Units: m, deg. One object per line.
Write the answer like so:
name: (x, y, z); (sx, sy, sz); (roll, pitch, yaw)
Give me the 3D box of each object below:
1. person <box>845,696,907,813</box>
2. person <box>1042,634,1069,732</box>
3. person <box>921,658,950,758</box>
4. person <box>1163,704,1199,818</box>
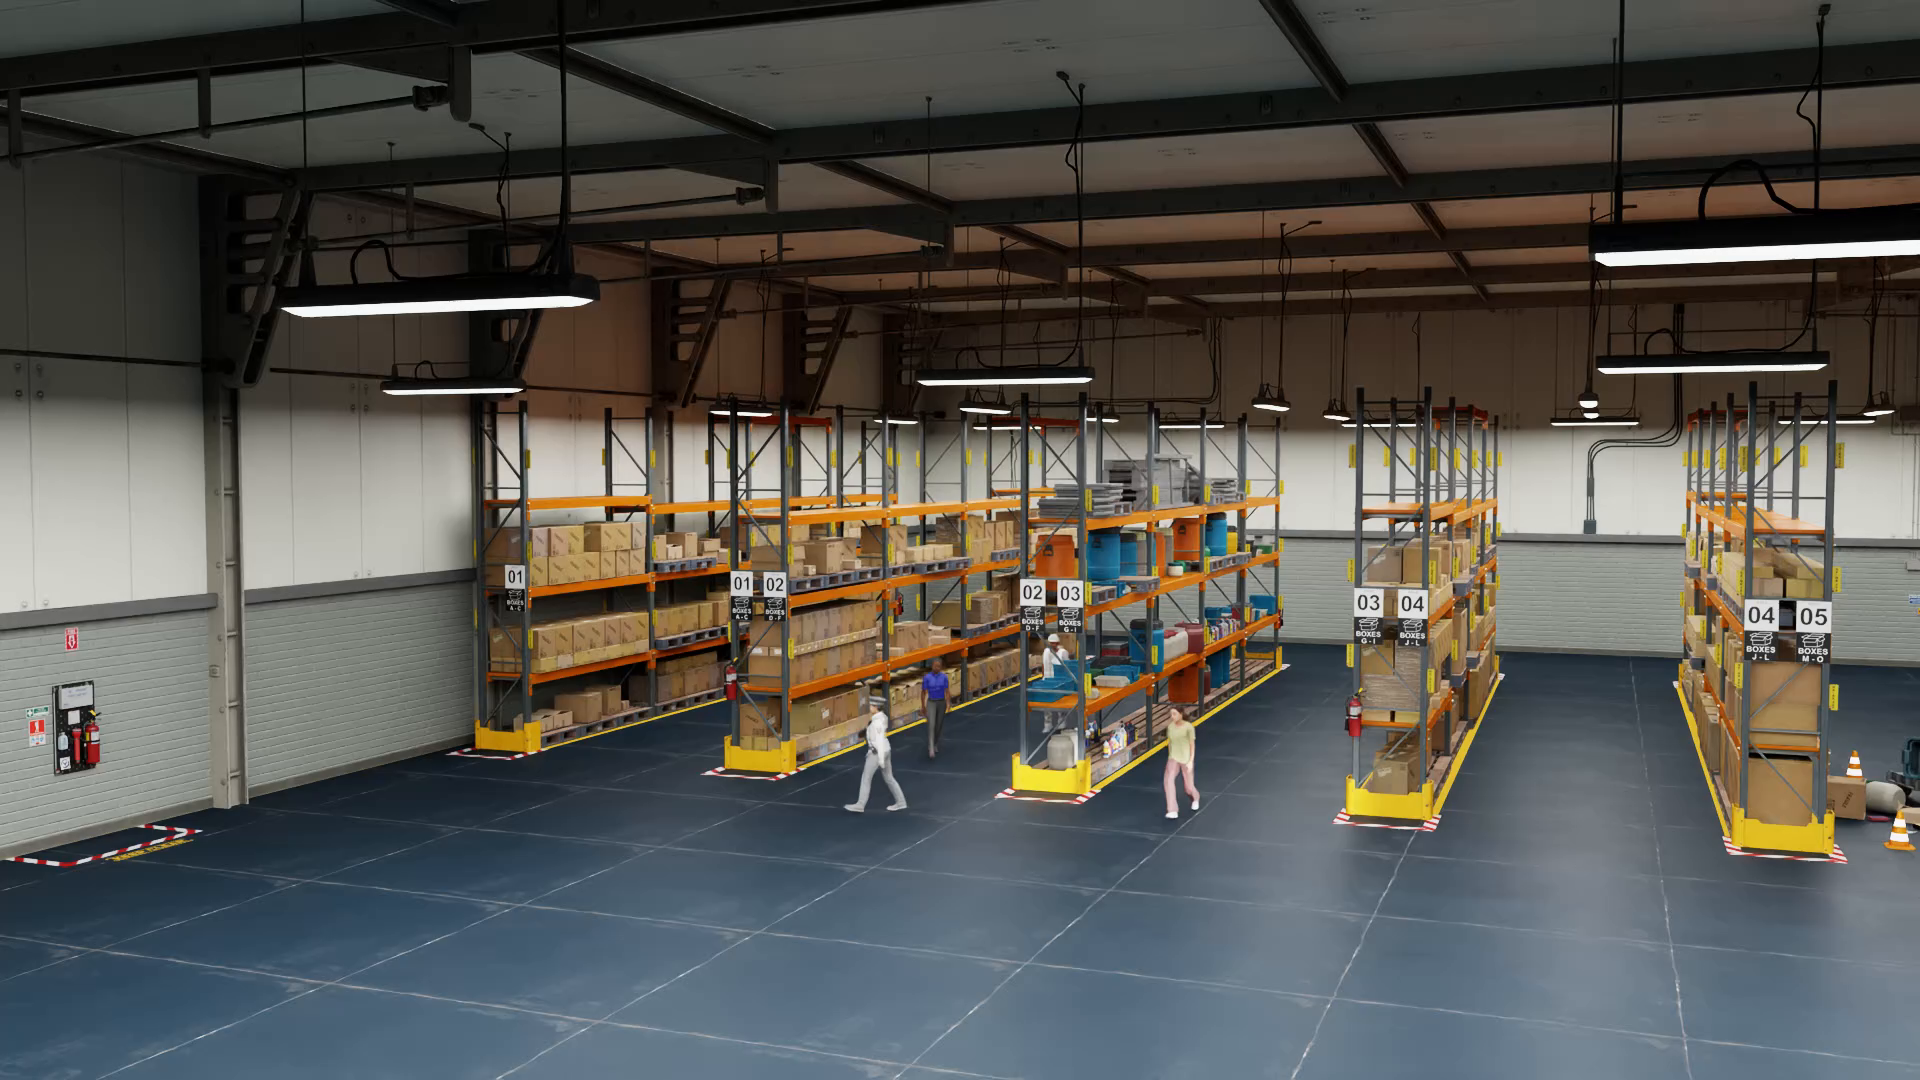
person: (-1.180, 3.034, 23.585); (0.836, 1.634, 0.492); (1, 3, 15)
person: (1.735, 2.642, 30.602); (0.610, 1.839, 0.533); (2, 3, 33)
person: (-0.409, 2.809, 28.036); (0.497, 1.623, 0.847); (-1, 3, -21)
person: (3.097, 3.080, 23.381); (0.444, 1.557, 1.019); (1, 3, 28)
